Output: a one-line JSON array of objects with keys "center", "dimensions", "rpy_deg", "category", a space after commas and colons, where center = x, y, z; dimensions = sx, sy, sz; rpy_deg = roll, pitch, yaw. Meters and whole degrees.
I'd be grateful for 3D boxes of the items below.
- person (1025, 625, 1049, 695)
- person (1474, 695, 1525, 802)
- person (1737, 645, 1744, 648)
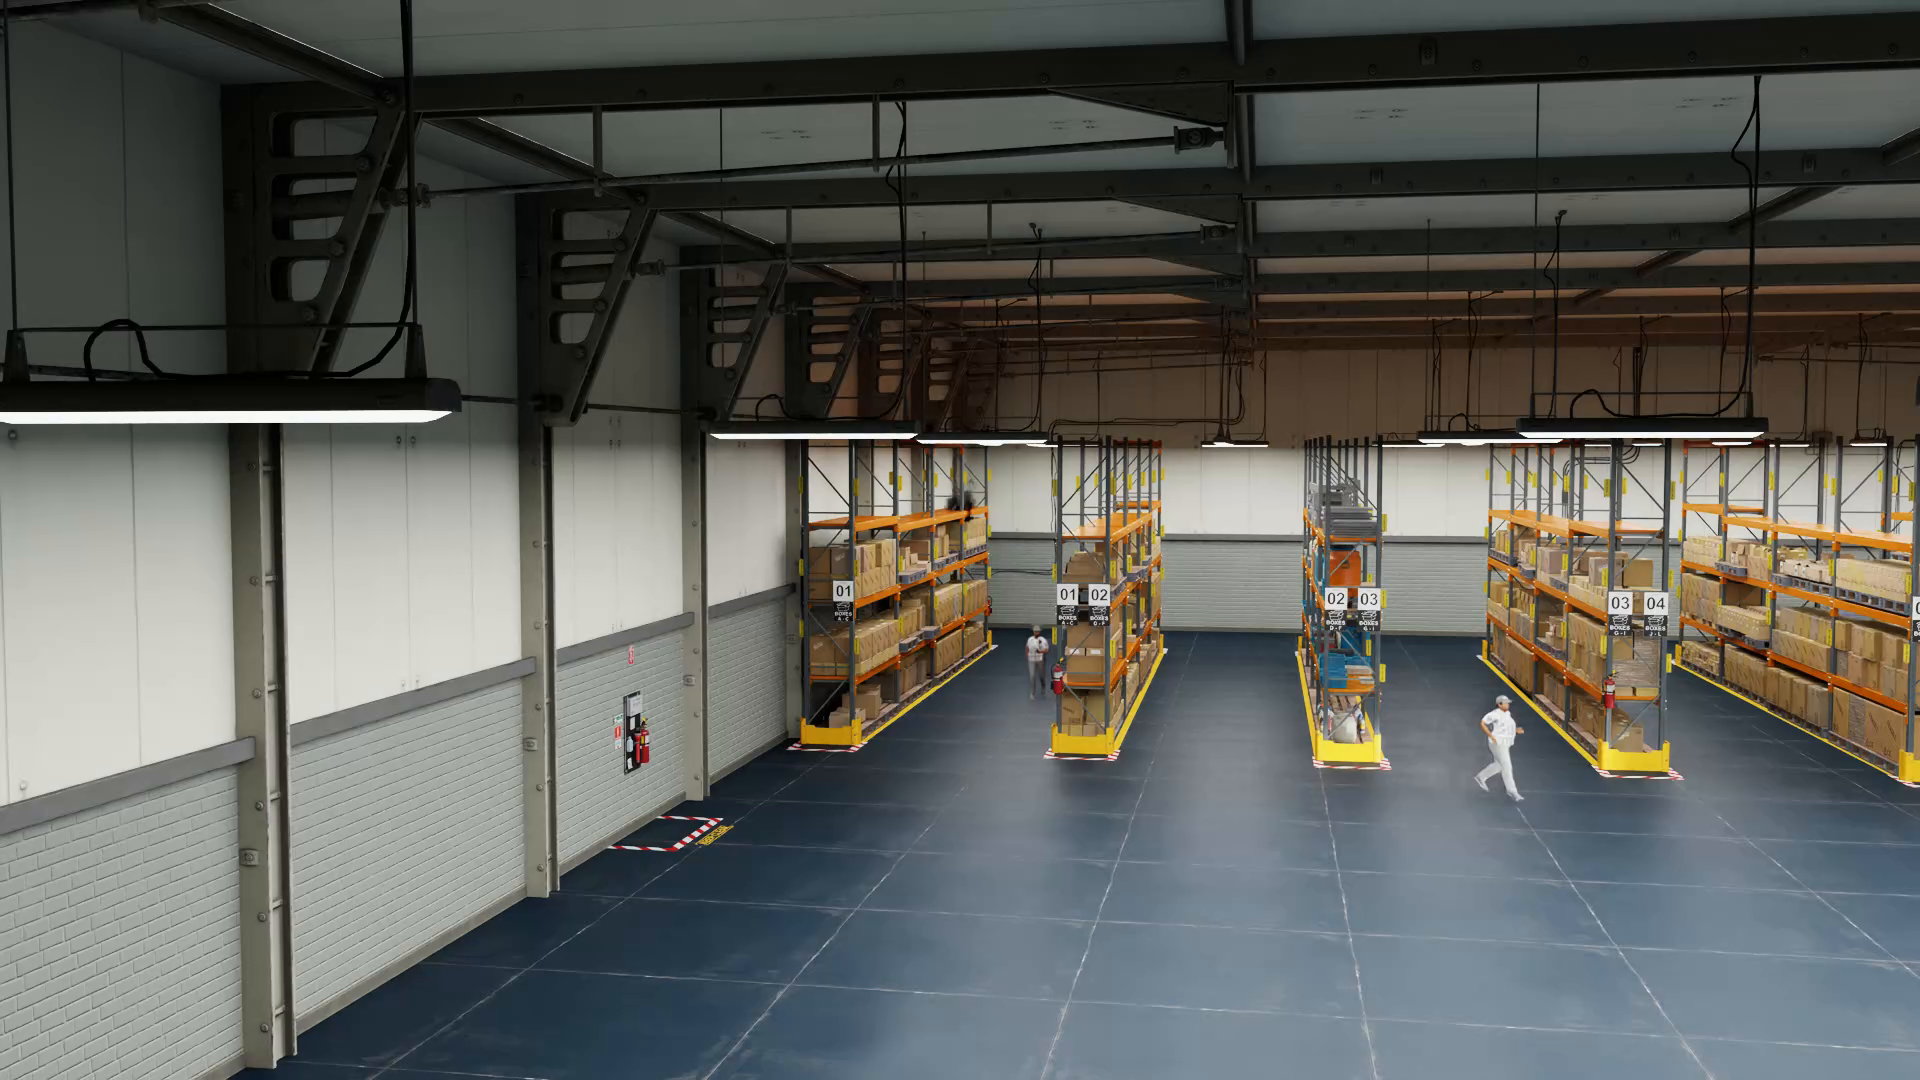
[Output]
[{"center": [1.774, 2.755, 38.341], "dimensions": [0.581, 1.611, 0.774], "rpy_deg": [1, 3, 13], "category": "person"}, {"center": [8.917, 3.401, 27.419], "dimensions": [0.904, 1.690, 0.604], "rpy_deg": [3, 4, 43], "category": "person"}, {"center": [21.563, 2.581, 45.475], "dimensions": [0.658, 1.438, 0.555], "rpy_deg": [0, 3, 7], "category": "person"}]
